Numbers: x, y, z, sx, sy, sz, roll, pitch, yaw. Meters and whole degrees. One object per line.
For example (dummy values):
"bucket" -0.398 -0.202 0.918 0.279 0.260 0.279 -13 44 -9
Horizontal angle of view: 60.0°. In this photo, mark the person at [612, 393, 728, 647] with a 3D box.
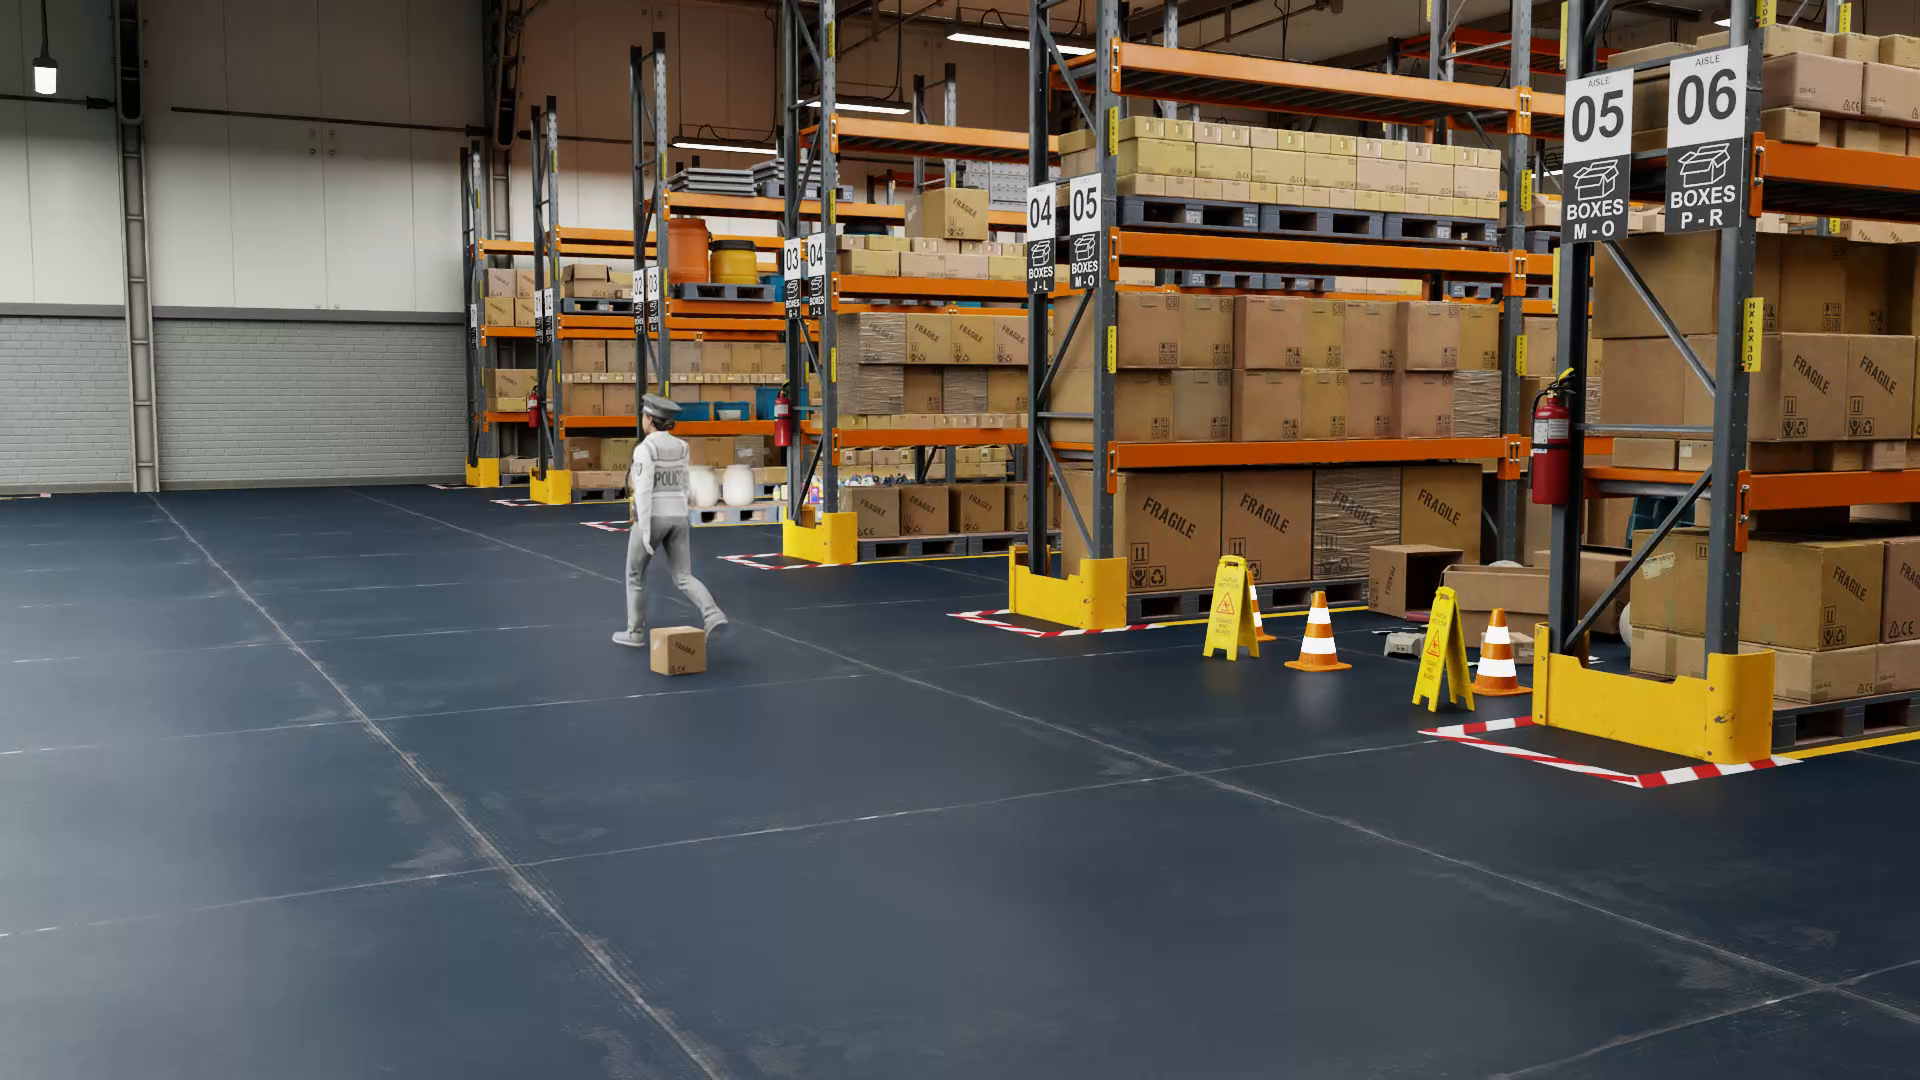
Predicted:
"person" -1.890 -0.116 10.677 0.938 1.646 0.477 5 7 41
